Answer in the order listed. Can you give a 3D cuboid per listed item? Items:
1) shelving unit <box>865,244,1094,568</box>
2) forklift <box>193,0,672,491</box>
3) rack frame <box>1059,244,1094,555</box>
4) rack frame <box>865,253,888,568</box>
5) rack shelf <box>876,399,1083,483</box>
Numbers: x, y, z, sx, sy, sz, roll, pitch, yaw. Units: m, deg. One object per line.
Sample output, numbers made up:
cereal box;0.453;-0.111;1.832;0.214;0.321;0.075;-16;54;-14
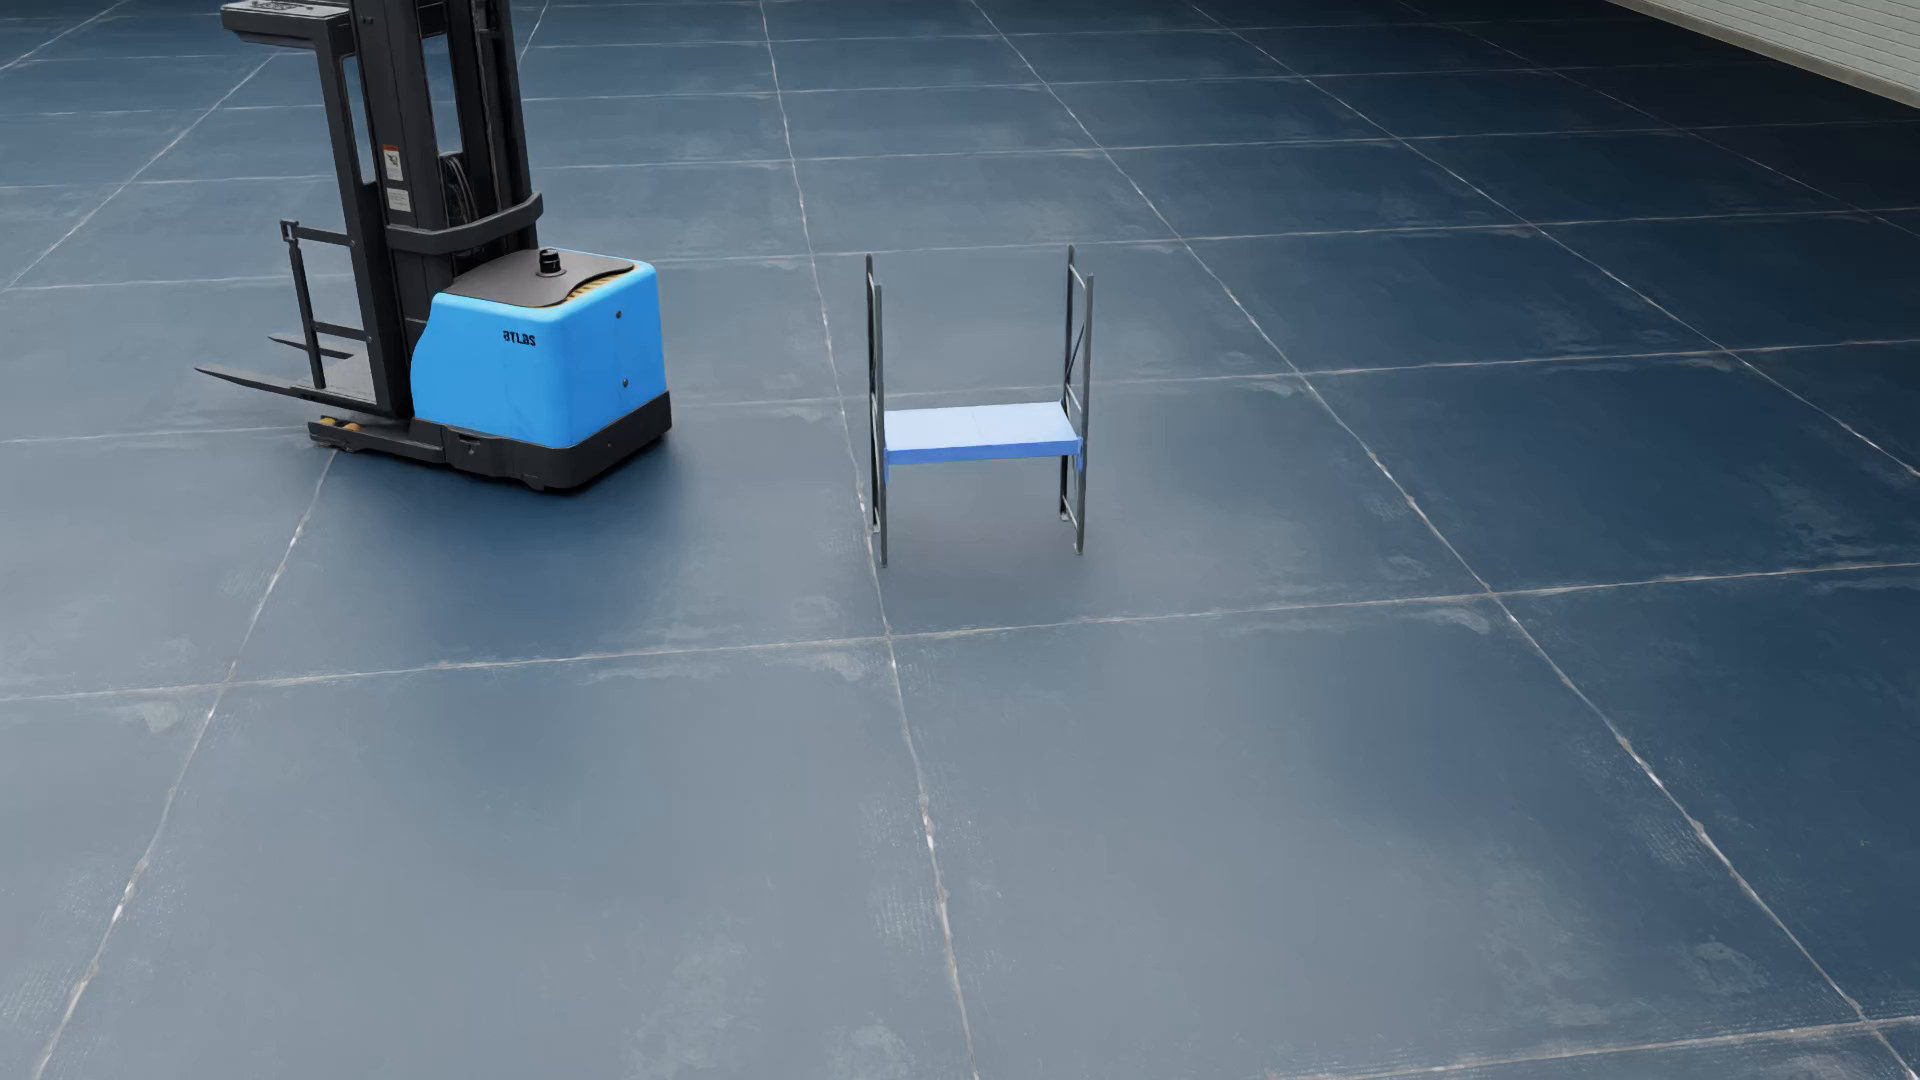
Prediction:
shelving unit;0.084;-0.673;8.418;1.048;1.500;0.538;-4;27;-7
forklift;-3.272;-2.022;9.480;3.031;2.935;1.130;12;30;23
rack frame;0.588;-0.705;8.481;0.032;1.500;0.500;-4;27;-7
rack frame;-0.419;-0.640;8.355;0.032;1.500;0.500;-4;27;-7
rack shelf;0.084;-0.513;8.500;1.000;0.185;0.538;-4;27;-7
